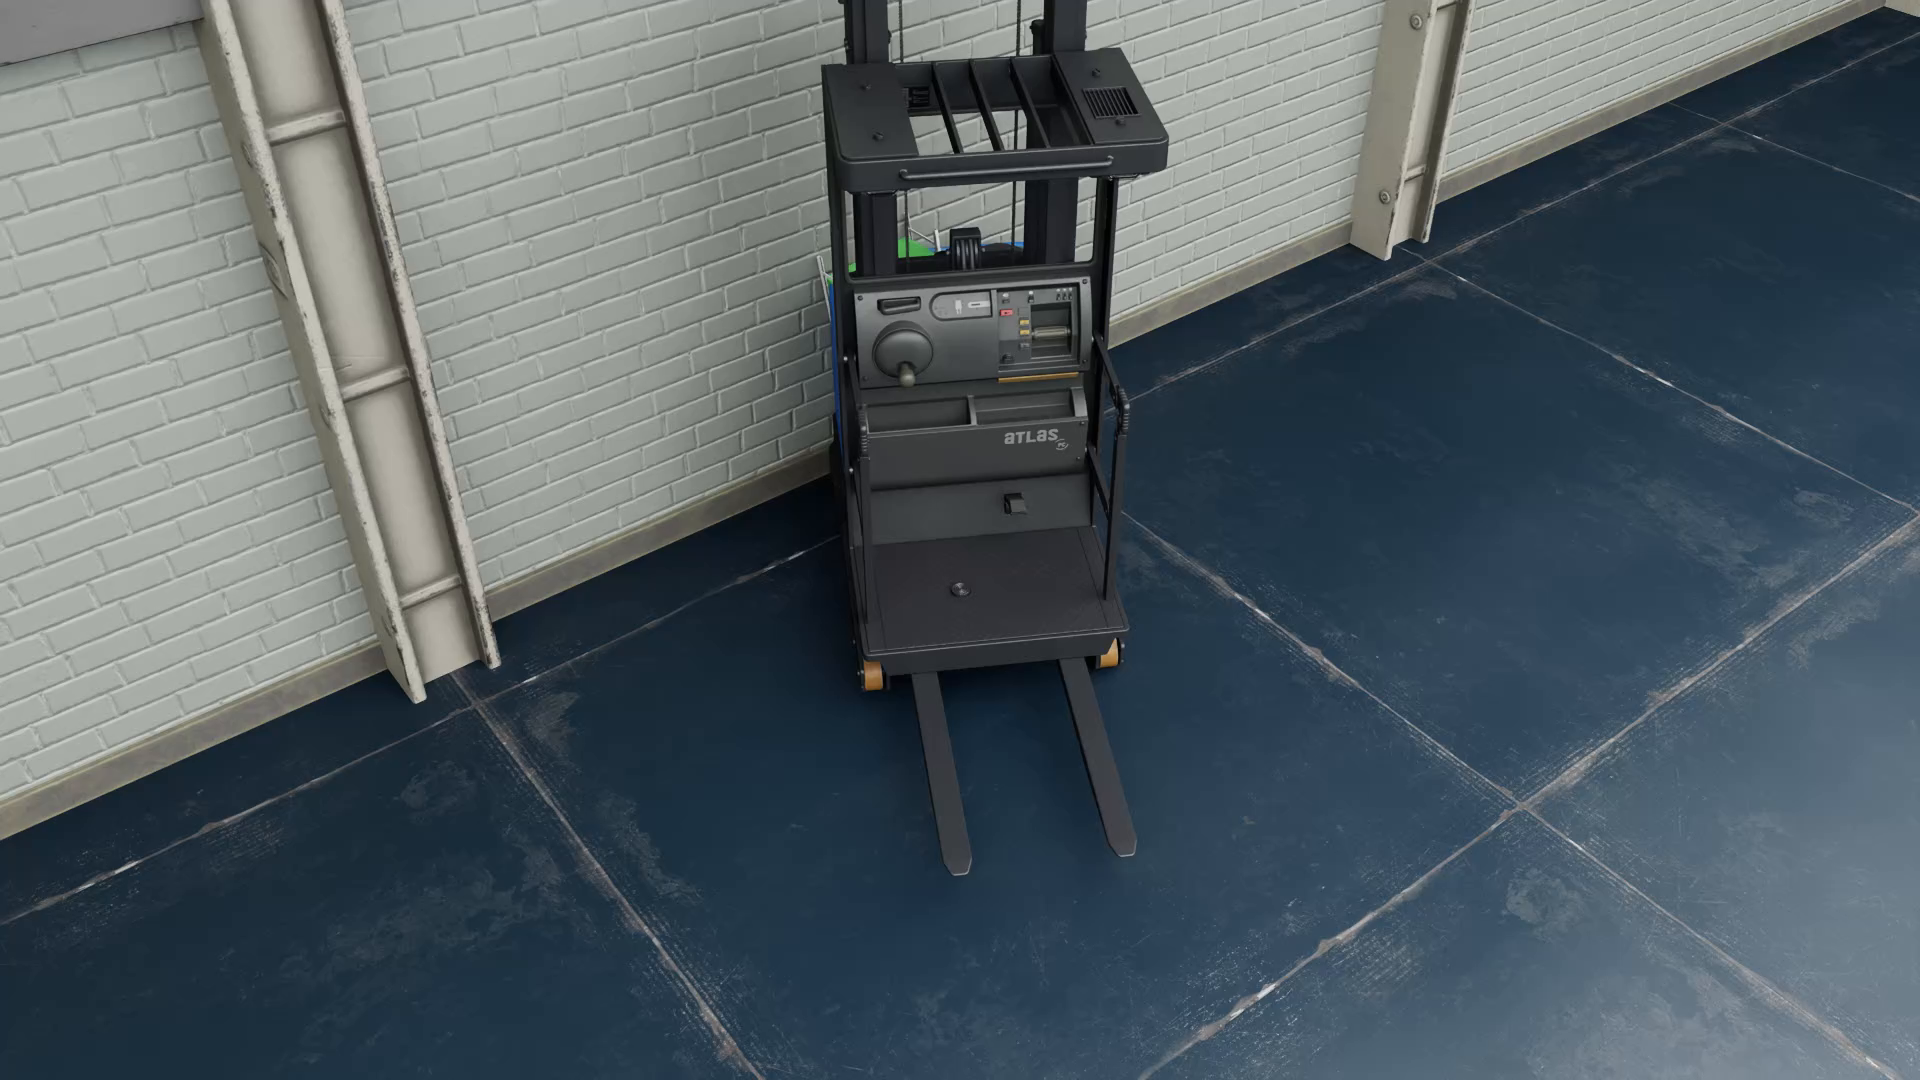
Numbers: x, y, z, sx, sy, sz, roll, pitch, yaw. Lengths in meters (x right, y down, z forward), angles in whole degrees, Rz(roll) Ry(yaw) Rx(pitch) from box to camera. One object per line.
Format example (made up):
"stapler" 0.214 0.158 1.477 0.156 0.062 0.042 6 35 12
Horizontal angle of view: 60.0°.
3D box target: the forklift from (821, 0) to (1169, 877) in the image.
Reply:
"forklift" 0.088 -0.742 6.344 1.130 2.935 3.031 -5 40 -6

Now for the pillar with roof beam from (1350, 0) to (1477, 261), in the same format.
"pillar with roof beam" 5.174 -3.104 4.439 0.400 9.000 9.100 -26 46 -28

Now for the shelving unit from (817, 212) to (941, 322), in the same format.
"shelving unit" -0.296 -0.885 7.834 0.503 1.200 0.258 -32 46 -24

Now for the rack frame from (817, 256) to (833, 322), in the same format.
"rack frame" -0.486 -0.766 7.737 0.015 1.200 0.240 -32 46 -24

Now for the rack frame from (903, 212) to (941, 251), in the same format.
"rack frame" -0.106 -1.003 7.932 0.015 1.200 0.240 -32 46 -24

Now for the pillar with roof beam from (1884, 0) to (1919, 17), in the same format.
"pillar with roof beam" 9.932 -5.423 7.265 0.400 9.000 9.100 -26 46 -28

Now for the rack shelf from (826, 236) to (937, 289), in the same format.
"rack shelf" -0.348 -1.193 7.559 0.480 0.148 0.258 -32 46 -24

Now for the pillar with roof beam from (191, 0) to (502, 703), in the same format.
"pillar with roof beam" 0.417 -0.785 1.612 0.400 9.000 9.100 -26 46 -28
